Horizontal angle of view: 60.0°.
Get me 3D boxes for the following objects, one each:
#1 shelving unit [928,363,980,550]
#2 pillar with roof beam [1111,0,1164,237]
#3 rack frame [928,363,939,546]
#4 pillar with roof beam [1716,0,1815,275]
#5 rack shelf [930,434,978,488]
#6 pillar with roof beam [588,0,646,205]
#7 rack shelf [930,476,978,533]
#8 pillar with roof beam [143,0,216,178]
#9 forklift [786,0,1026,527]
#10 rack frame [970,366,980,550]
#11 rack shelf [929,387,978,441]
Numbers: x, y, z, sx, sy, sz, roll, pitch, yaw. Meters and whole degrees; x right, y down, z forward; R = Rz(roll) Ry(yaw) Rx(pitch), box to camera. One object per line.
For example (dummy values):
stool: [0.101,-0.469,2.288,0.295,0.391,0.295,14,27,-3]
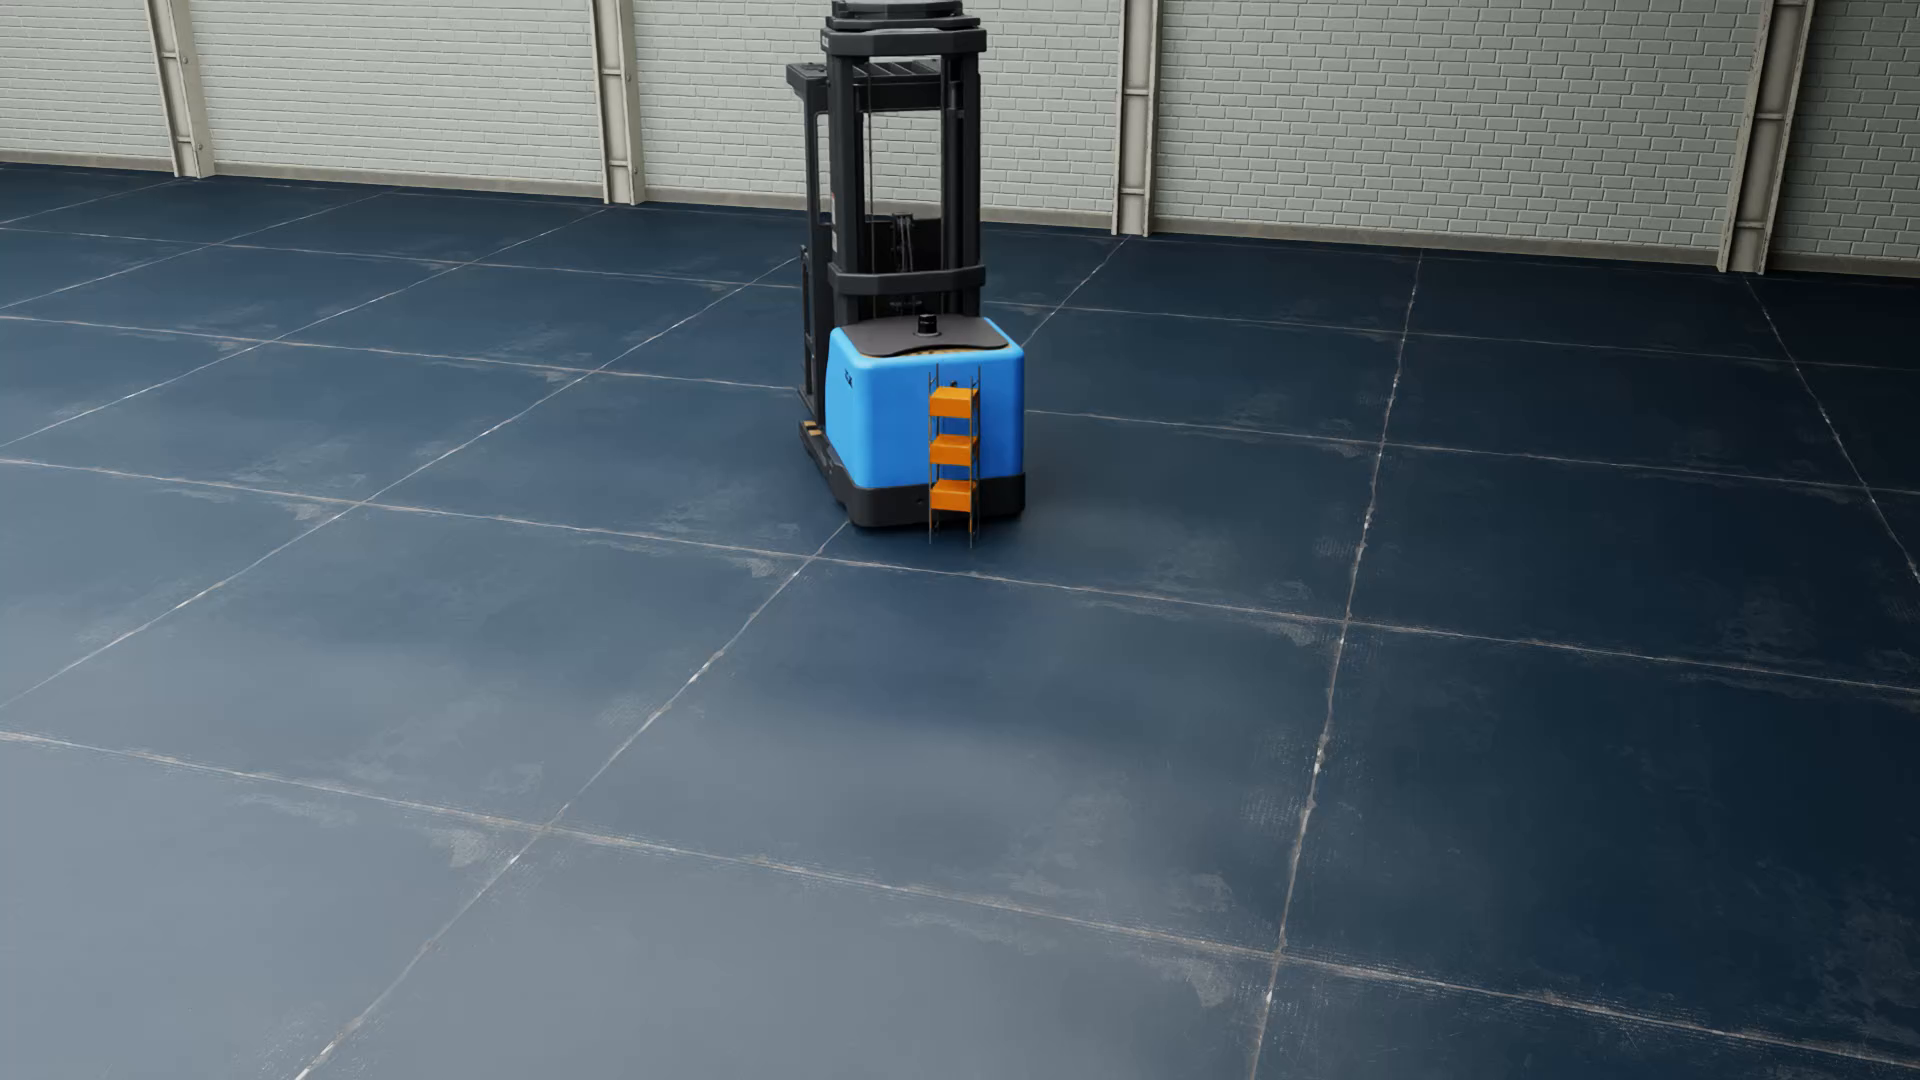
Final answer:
shelving unit: [-0.031,-0.475,9.544,0.252,1.050,0.215,5,23,13]
pillar with roof beam: [0.601,-5.886,12.262,0.400,9.000,9.100,7,23,16]
rack frame: [-0.150,-0.486,9.570,0.008,1.050,0.200,5,23,13]
pillar with roof beam: [6.346,-5.228,10.659,0.400,9.000,9.100,7,23,16]
rack shelf: [-0.031,-0.465,9.548,0.240,0.259,0.215,5,23,13]
pillar with roof beam: [-5.143,-6.544,13.866,0.400,9.000,9.100,7,23,16]
rack shelf: [-0.031,-0.208,9.653,0.240,0.259,0.215,5,23,13]
pillar with roof beam: [-10.887,-7.202,15.469,0.400,9.000,9.100,7,23,16]
forklift: [-0.473,-1.962,10.690,1.130,2.935,3.031,-6,23,-14]
rack frame: [0.087,-0.464,9.517,0.008,1.050,0.200,5,23,13]
rack shelf: [-0.031,-0.727,9.440,0.240,0.259,0.215,5,23,13]
